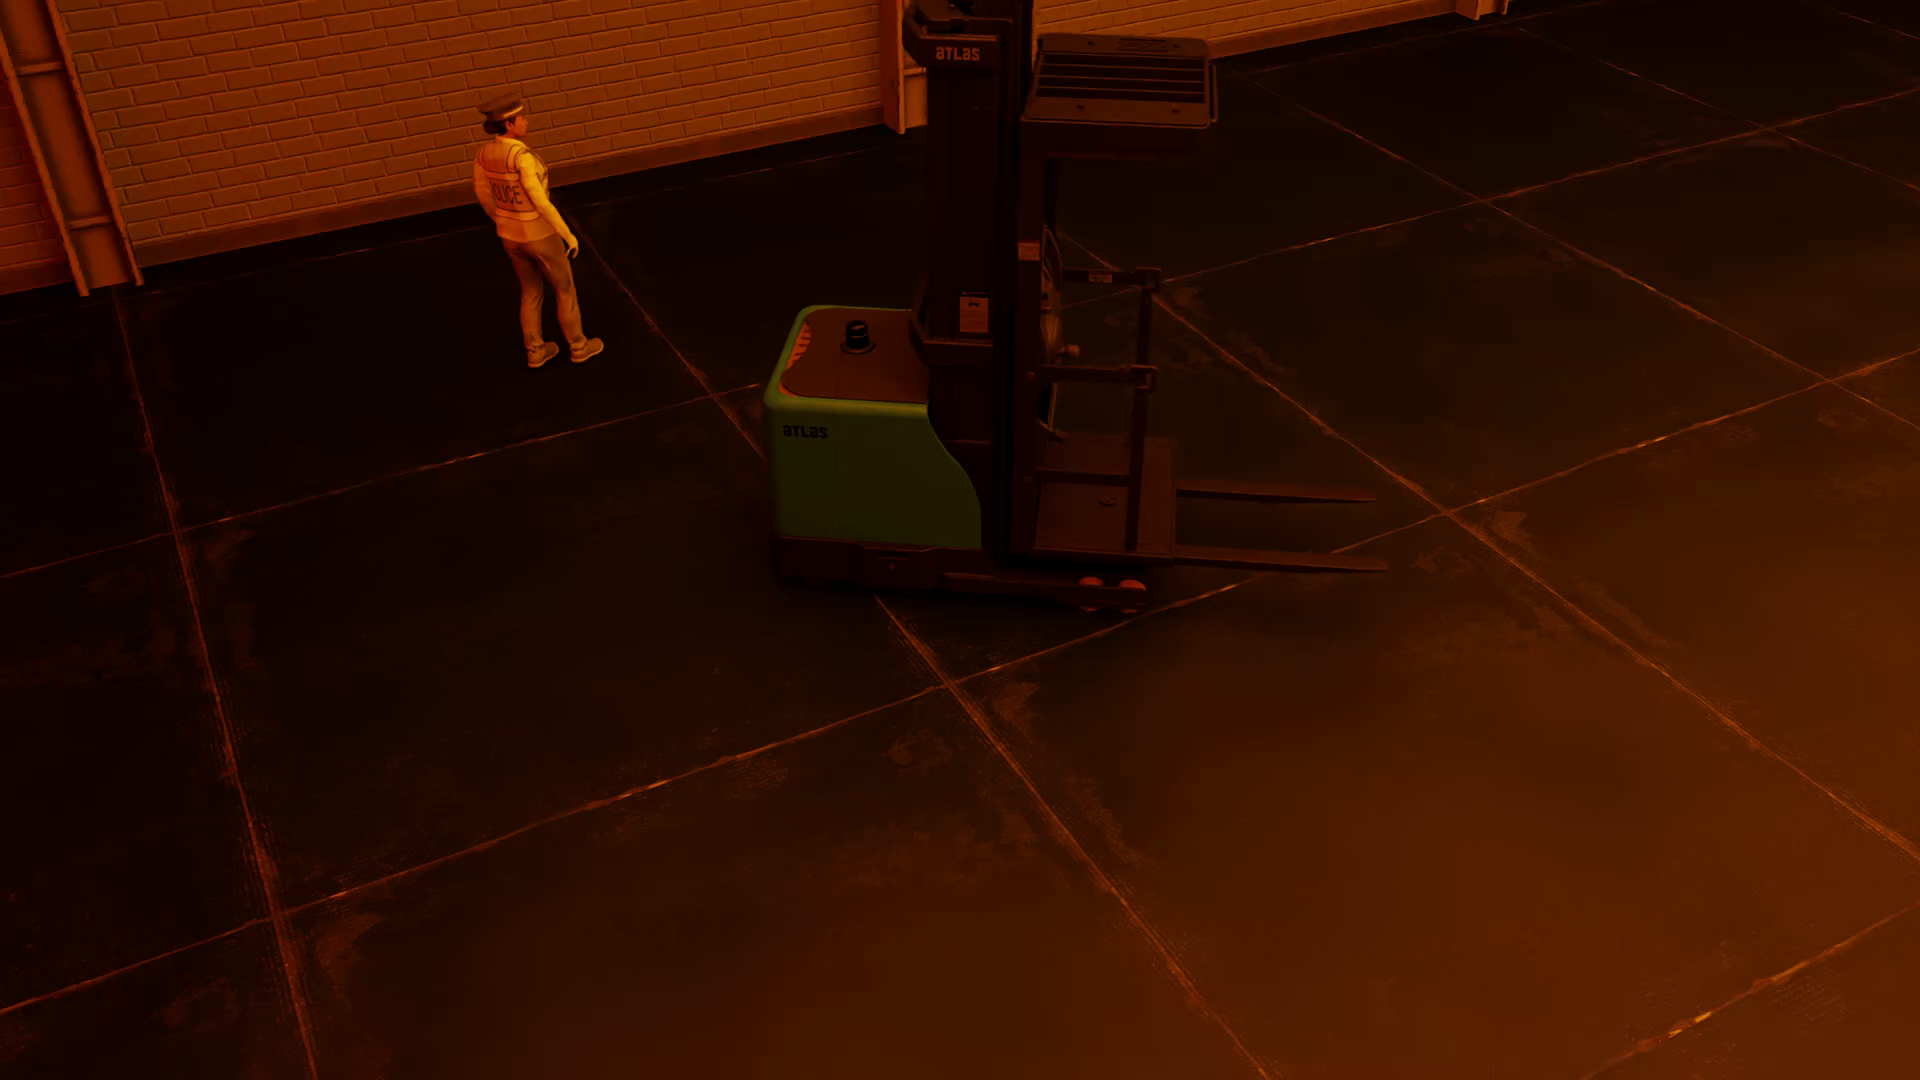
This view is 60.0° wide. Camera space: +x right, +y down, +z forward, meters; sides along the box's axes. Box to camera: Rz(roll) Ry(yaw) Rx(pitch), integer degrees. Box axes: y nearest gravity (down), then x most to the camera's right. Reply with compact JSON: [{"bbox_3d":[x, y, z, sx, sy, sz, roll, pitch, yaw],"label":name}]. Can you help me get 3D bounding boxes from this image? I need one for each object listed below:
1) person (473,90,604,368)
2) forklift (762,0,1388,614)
[{"bbox_3d":[-2.484,-1.824,9.795,0.657,1.676,0.473,17,39,22],"label":"person"},{"bbox_3d":[0.610,-1.162,7.767,3.031,2.935,1.130,4,35,5],"label":"forklift"}]
